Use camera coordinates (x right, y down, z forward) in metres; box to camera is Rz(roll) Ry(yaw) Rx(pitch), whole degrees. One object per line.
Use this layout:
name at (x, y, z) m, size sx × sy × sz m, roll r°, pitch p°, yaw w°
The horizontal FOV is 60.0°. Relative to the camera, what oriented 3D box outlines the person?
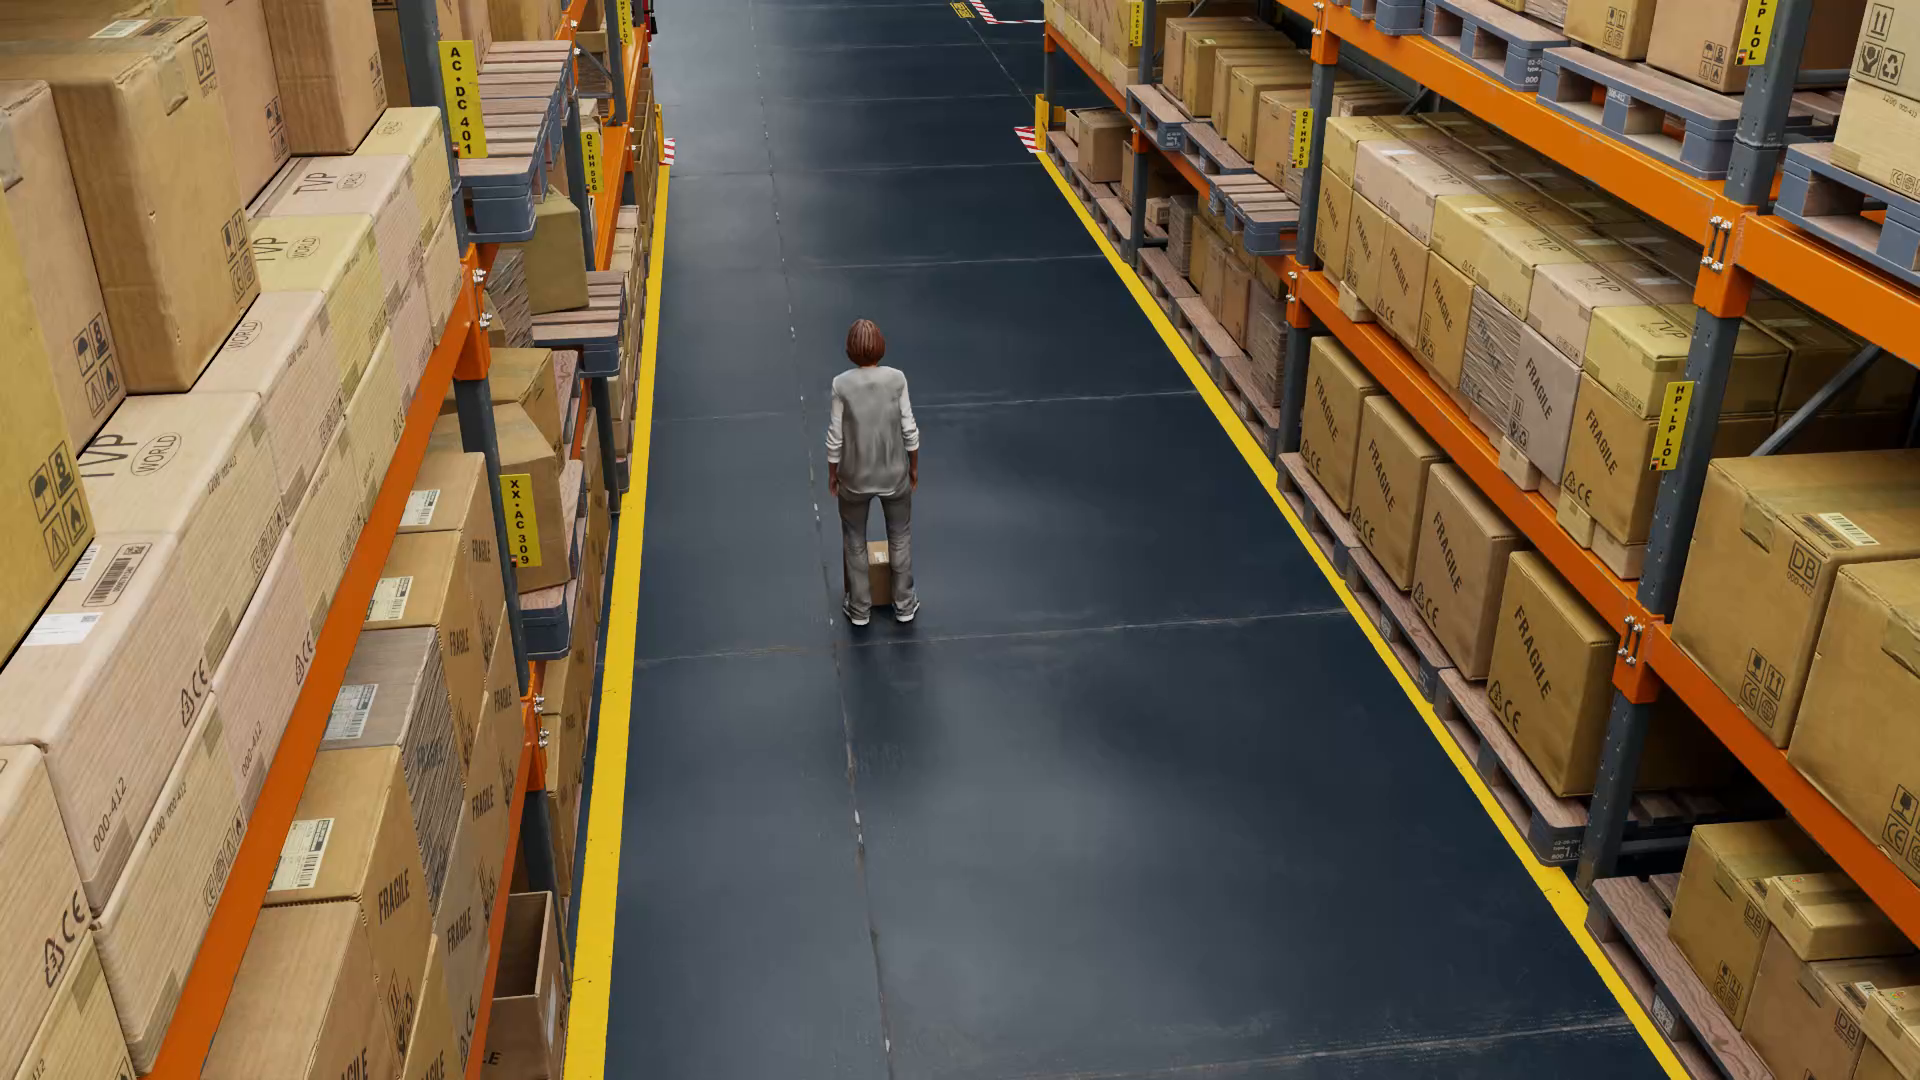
person at (-0.429, -0.308, 8.221) m, size 0.460 × 1.593 × 0.345 m, roll -4°, pitch 28°, yaw -8°
